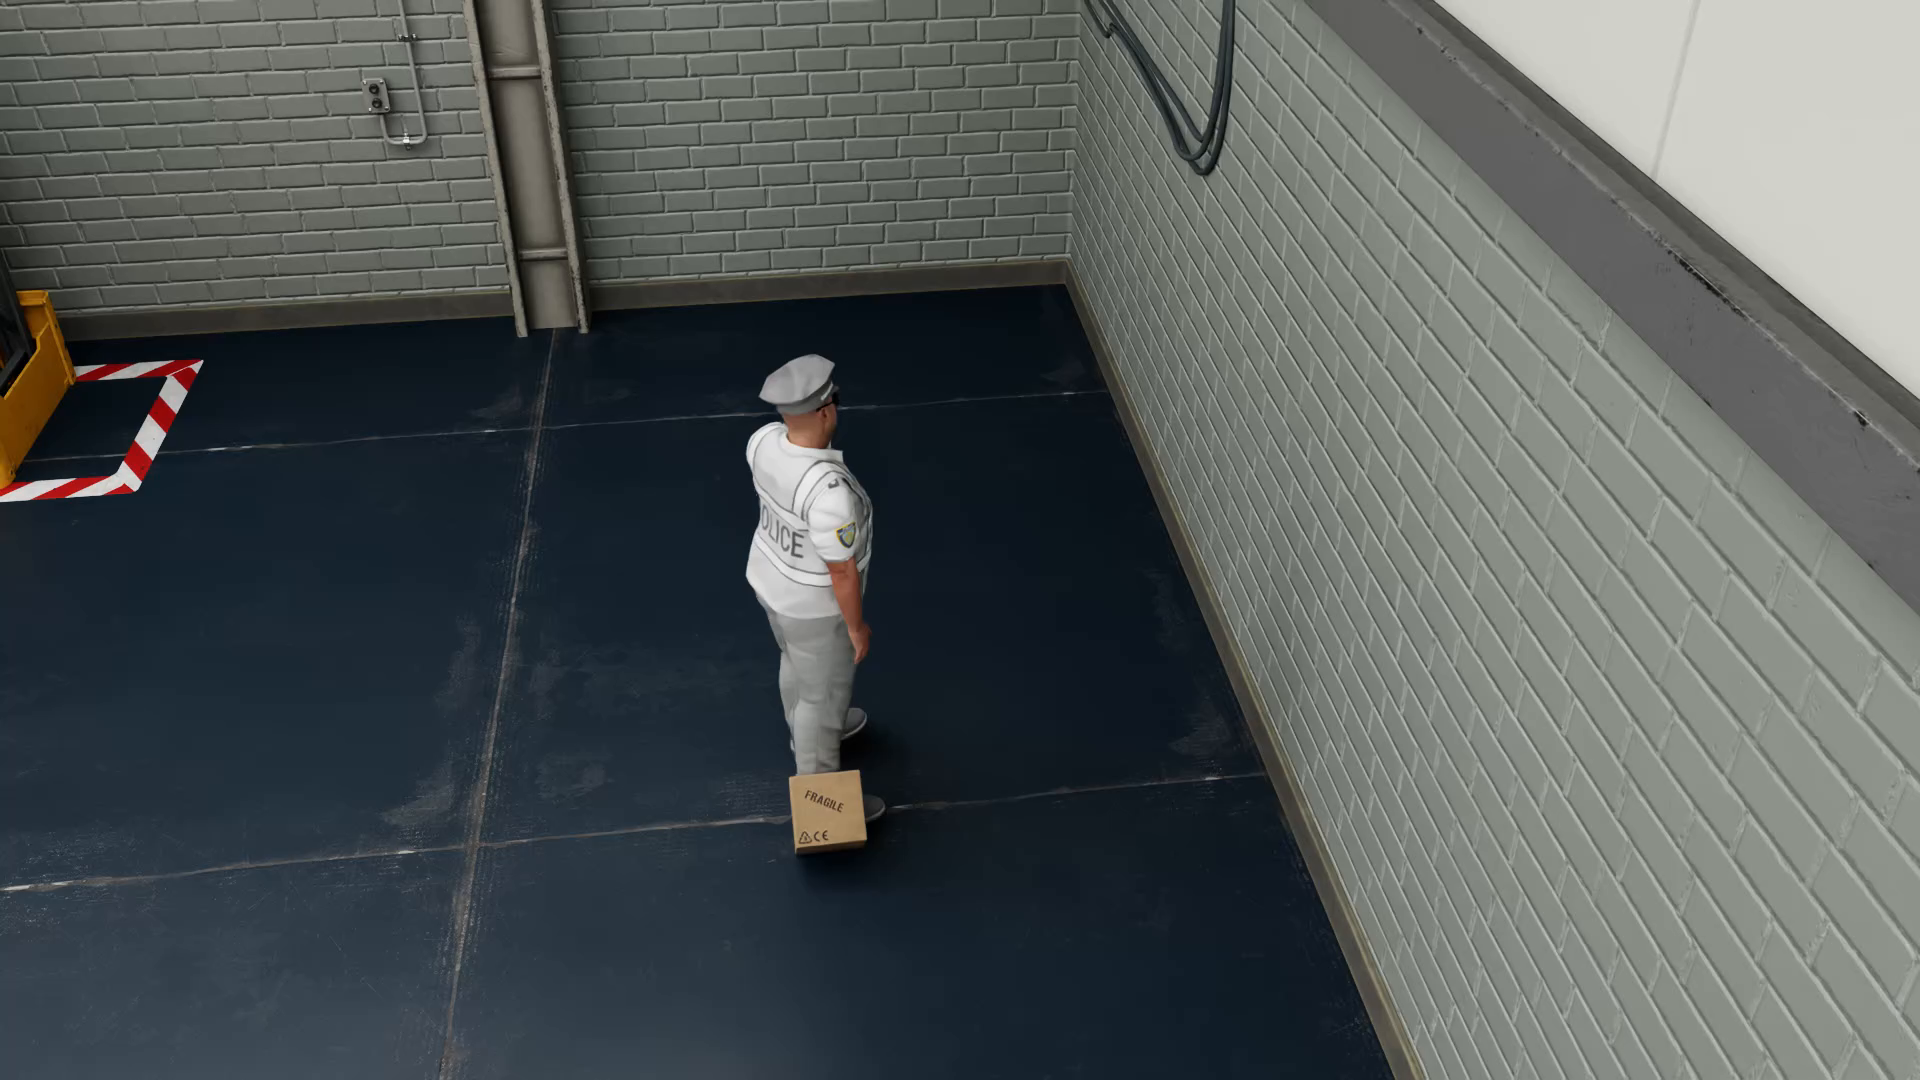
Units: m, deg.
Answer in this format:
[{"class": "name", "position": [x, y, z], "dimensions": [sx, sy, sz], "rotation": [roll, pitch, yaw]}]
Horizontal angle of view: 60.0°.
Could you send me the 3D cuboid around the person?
[{"class": "person", "position": [-0.479, 0.165, 5.846], "dimensions": [0.482, 1.768, 0.619], "rotation": [-20, 39, -27]}]
